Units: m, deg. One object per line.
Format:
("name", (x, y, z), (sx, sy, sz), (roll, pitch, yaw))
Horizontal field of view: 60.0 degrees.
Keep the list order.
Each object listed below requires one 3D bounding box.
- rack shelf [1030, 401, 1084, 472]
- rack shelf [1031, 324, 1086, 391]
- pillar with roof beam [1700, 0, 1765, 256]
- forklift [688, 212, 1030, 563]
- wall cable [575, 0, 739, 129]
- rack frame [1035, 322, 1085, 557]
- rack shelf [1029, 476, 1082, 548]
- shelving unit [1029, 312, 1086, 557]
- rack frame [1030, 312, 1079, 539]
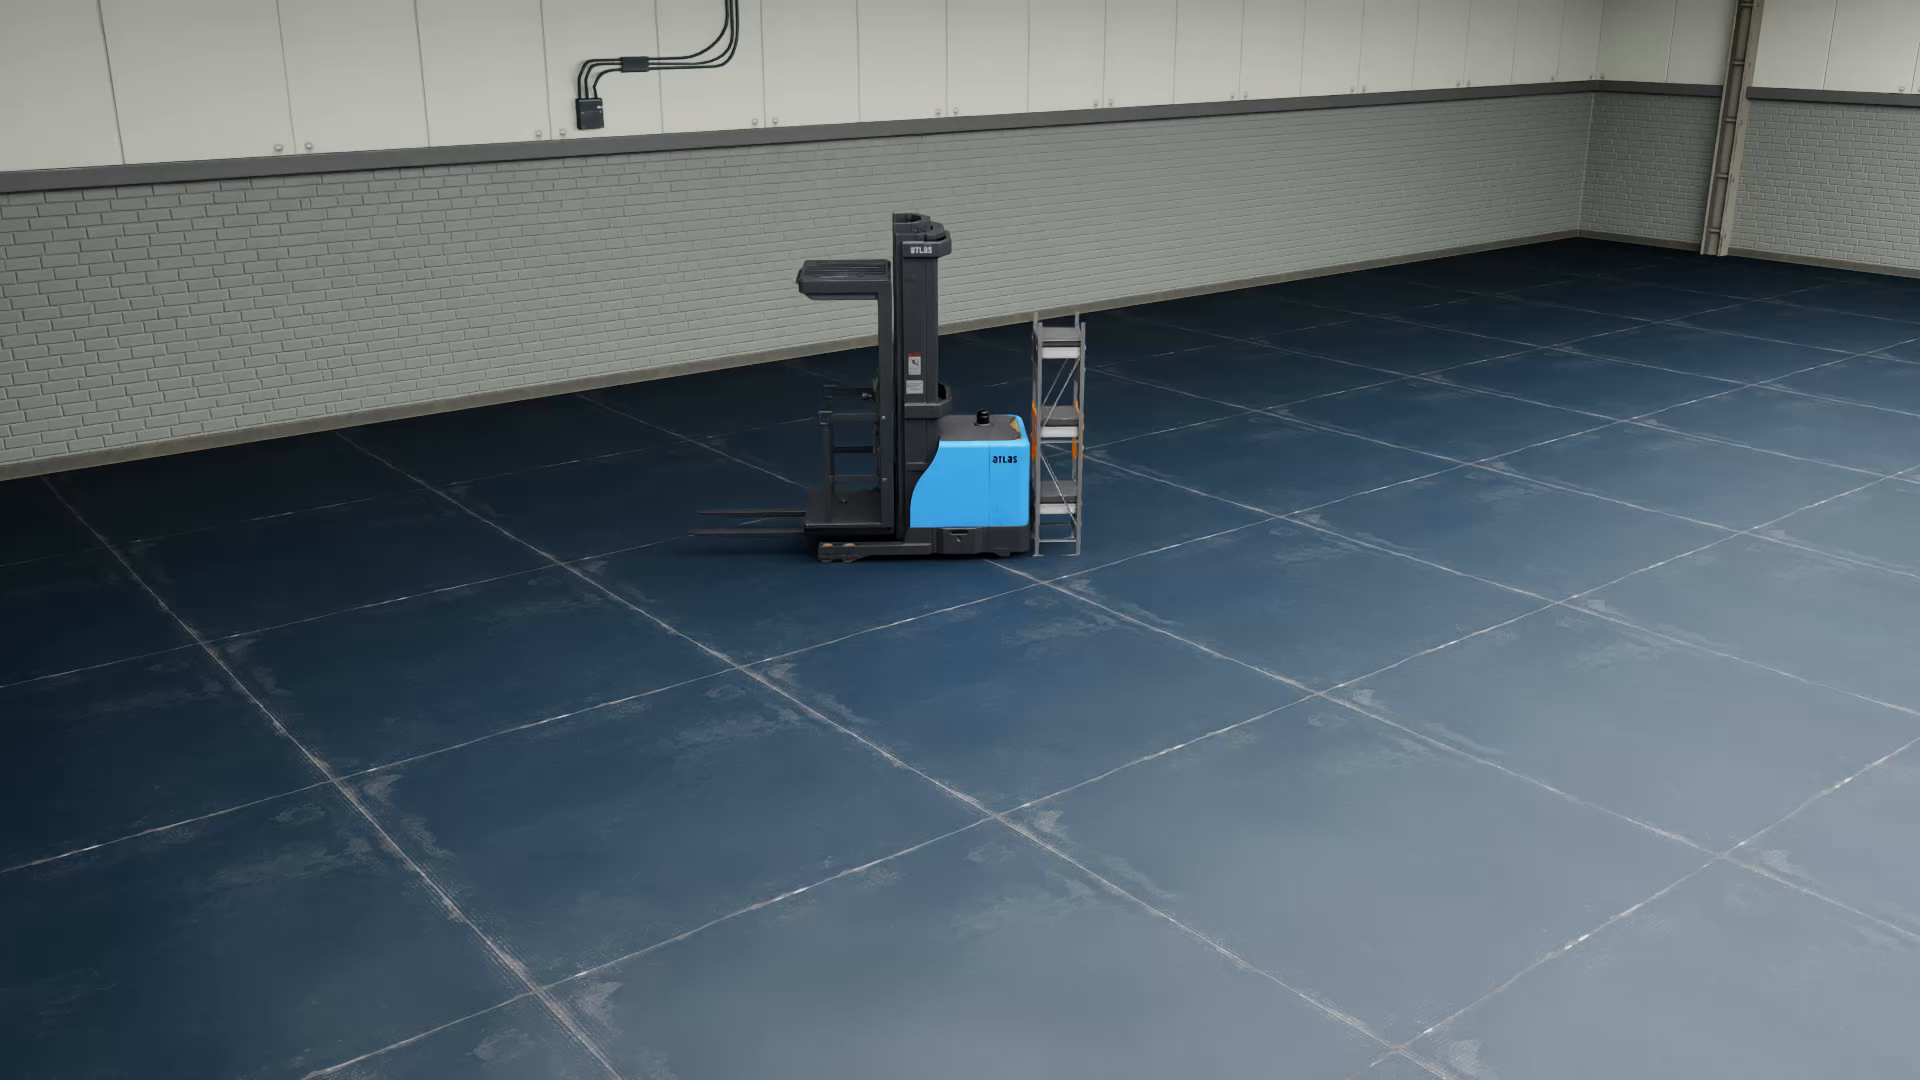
("rack shelf", (0.857, -0.918, 14.725), (0.431, 0.518, 0.480), (-1, 18, -2))
("rack shelf", (0.857, -1.582, 14.505), (0.431, 0.518, 0.480), (-1, 18, -2))
("pillar with roof beam", (10.992, -8.875, 27.738), (9.100, 9.000, 0.400), (-14, 23, -36))
("forklift", (-0.910, -1.363, 14.703), (3.031, 2.935, 1.130), (-1, 18, -2))
("wall cable", (-3.666, -8.015, 19.730), (2.305, 6.003, 0.169), (-14, 23, -36))
("rack frame", (0.867, -0.854, 14.489), (0.400, 2.100, 0.015), (-1, 18, -2))
("rack shelf", (0.857, -0.253, 14.945), (0.431, 0.518, 0.480), (-1, 18, -2))
("shelving unit", (0.857, -0.931, 14.721), (0.431, 2.100, 0.503), (-1, 18, -2))
("rack frame", (0.847, -1.007, 14.952), (0.400, 2.100, 0.015), (-1, 18, -2))
